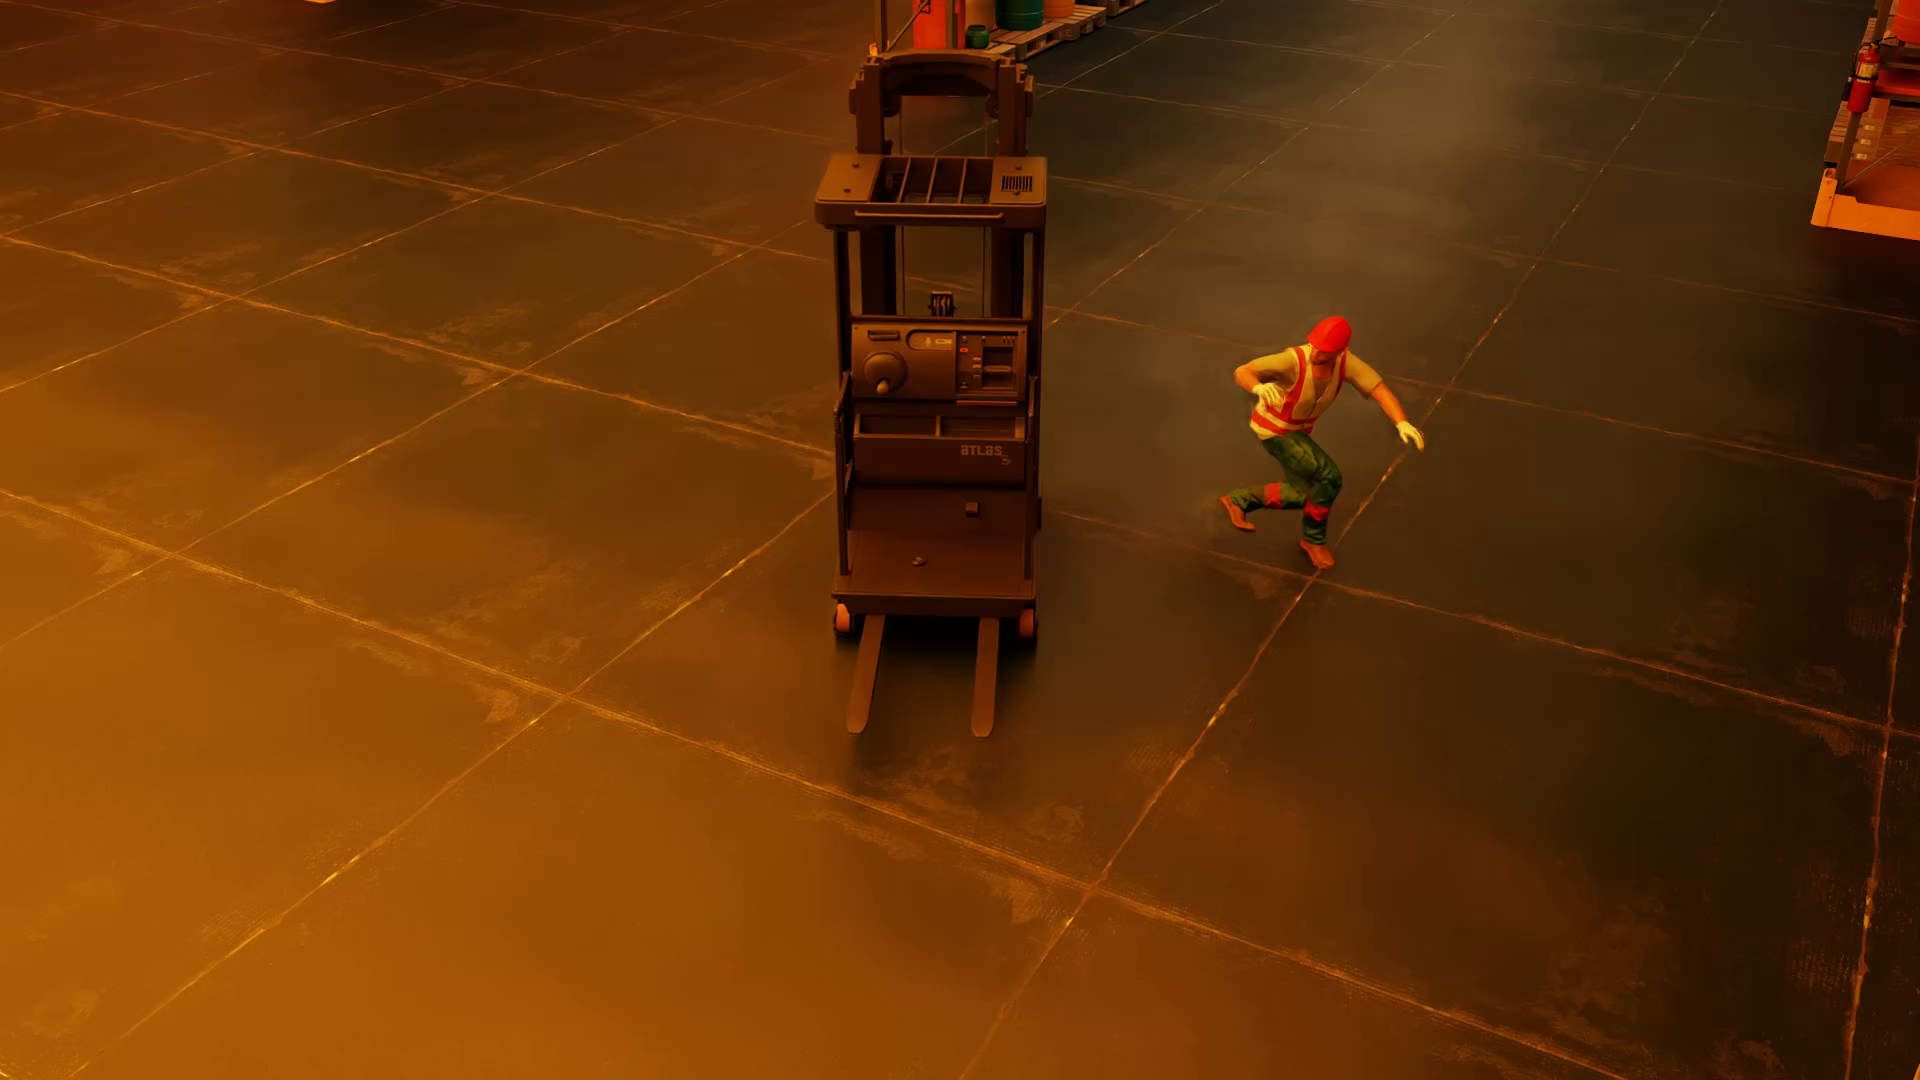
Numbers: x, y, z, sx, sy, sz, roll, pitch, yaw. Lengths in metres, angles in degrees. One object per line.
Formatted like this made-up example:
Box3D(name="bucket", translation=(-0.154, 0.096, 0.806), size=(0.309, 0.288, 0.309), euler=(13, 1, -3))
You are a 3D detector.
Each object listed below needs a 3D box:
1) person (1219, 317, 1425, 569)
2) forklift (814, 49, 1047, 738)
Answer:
Box3D(name="person", translation=(2.002, -0.519, 9.428), size=(0.845, 1.496, 1.130), euler=(-26, 39, -37))
Box3D(name="forklift", translation=(-0.119, -0.901, 8.632), size=(1.130, 2.935, 3.031), euler=(1, 30, 3))
